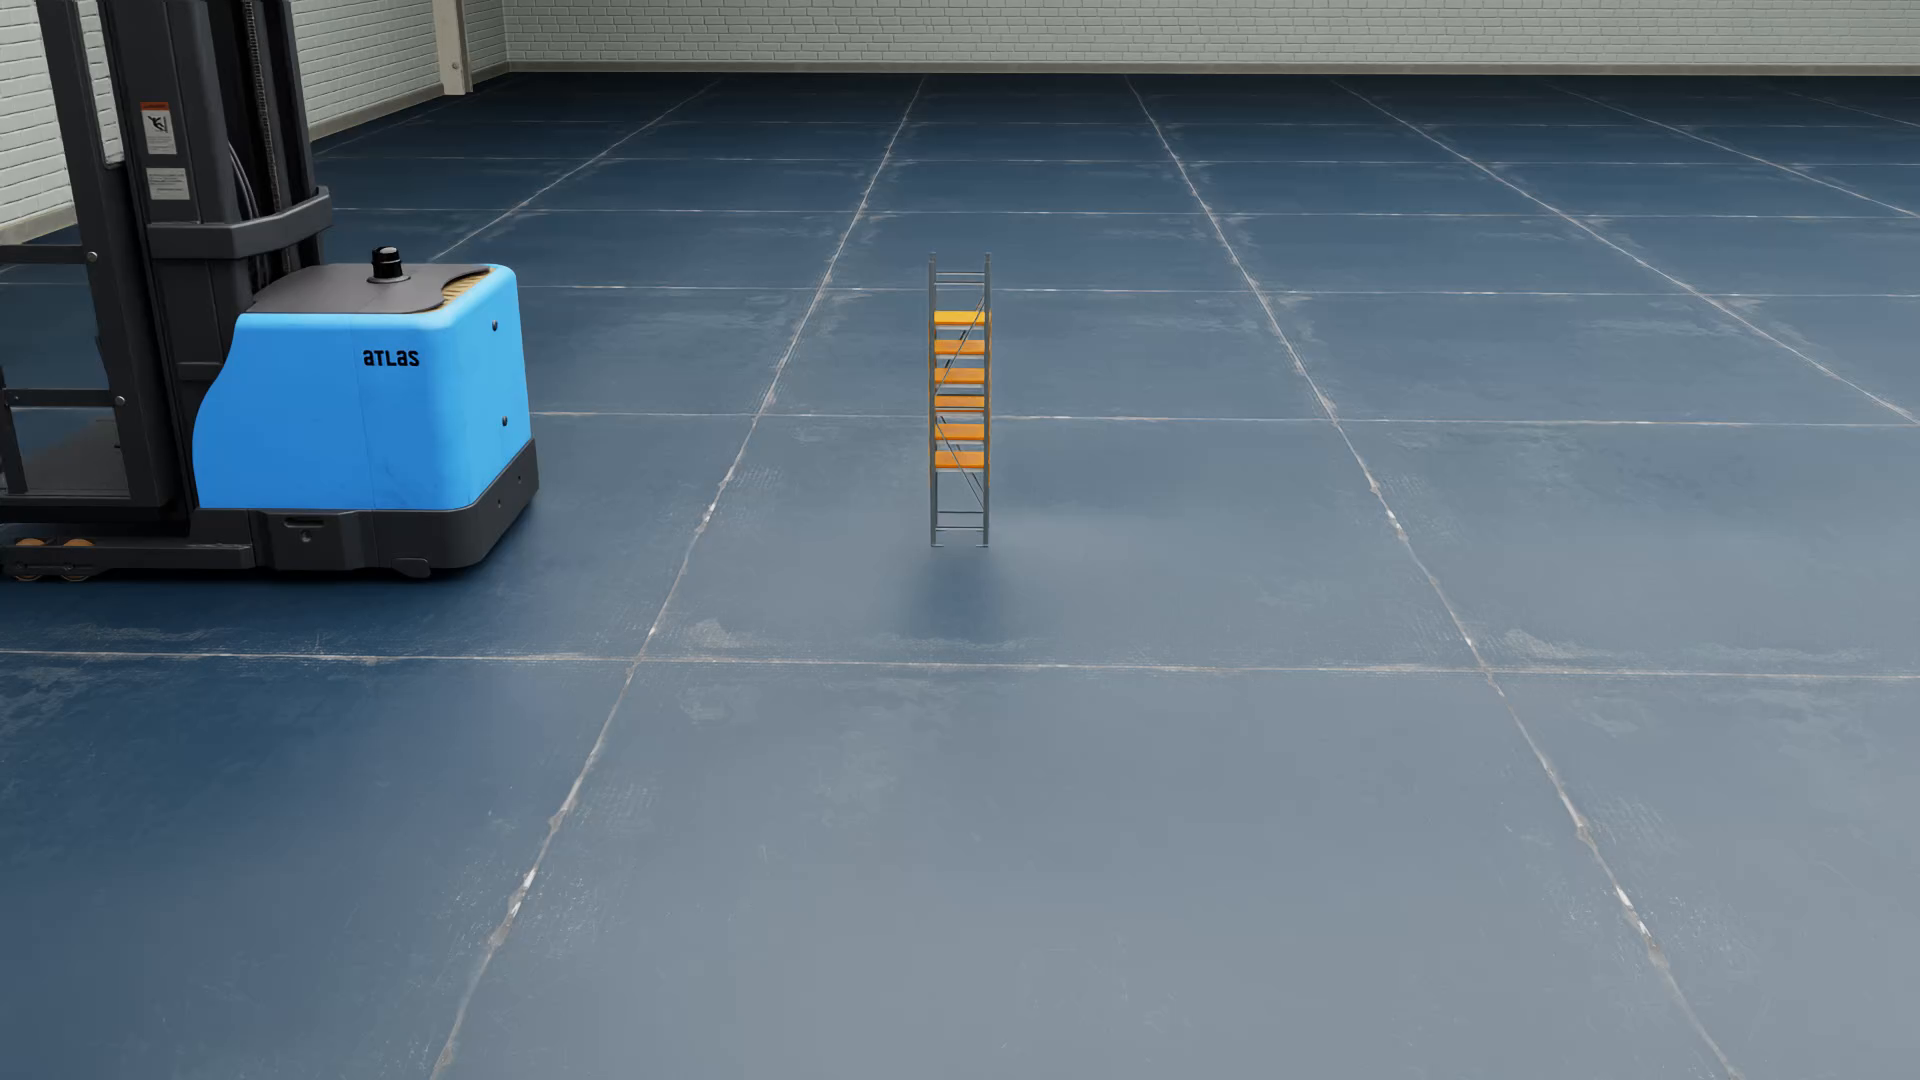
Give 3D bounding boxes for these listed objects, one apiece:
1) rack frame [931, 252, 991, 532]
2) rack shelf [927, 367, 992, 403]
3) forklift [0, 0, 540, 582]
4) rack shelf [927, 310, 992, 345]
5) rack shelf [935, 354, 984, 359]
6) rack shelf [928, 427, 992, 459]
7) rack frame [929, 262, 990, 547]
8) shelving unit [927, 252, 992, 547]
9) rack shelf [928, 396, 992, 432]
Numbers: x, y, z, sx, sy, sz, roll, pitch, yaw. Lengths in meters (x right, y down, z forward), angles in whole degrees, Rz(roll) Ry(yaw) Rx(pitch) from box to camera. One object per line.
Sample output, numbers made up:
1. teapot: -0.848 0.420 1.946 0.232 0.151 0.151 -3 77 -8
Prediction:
1. rack frame: 0.003 -0.598 6.911 0.240 1.200 0.006 1 21 2
2. rack shelf: 0.000 -0.635 6.798 0.258 0.103 0.180 1 21 2
3. forklift: -3.405 -1.391 6.562 3.031 2.935 1.130 1 21 2
4. rack shelf: 0.000 -0.859 6.711 0.258 0.103 0.180 1 21 2
5. rack shelf: 0.000 -0.765 6.747 0.199 0.020 0.166 1 21 2
6. rack shelf: 0.000 -0.411 6.885 0.258 0.103 0.180 1 21 2
7. rack frame: -0.002 -0.532 6.740 0.240 1.200 0.006 1 21 2
8. shelving unit: 0.000 -0.565 6.825 0.258 1.200 0.189 1 21 2
9. rack shelf: 0.000 -0.523 6.841 0.258 0.103 0.180 1 21 2
